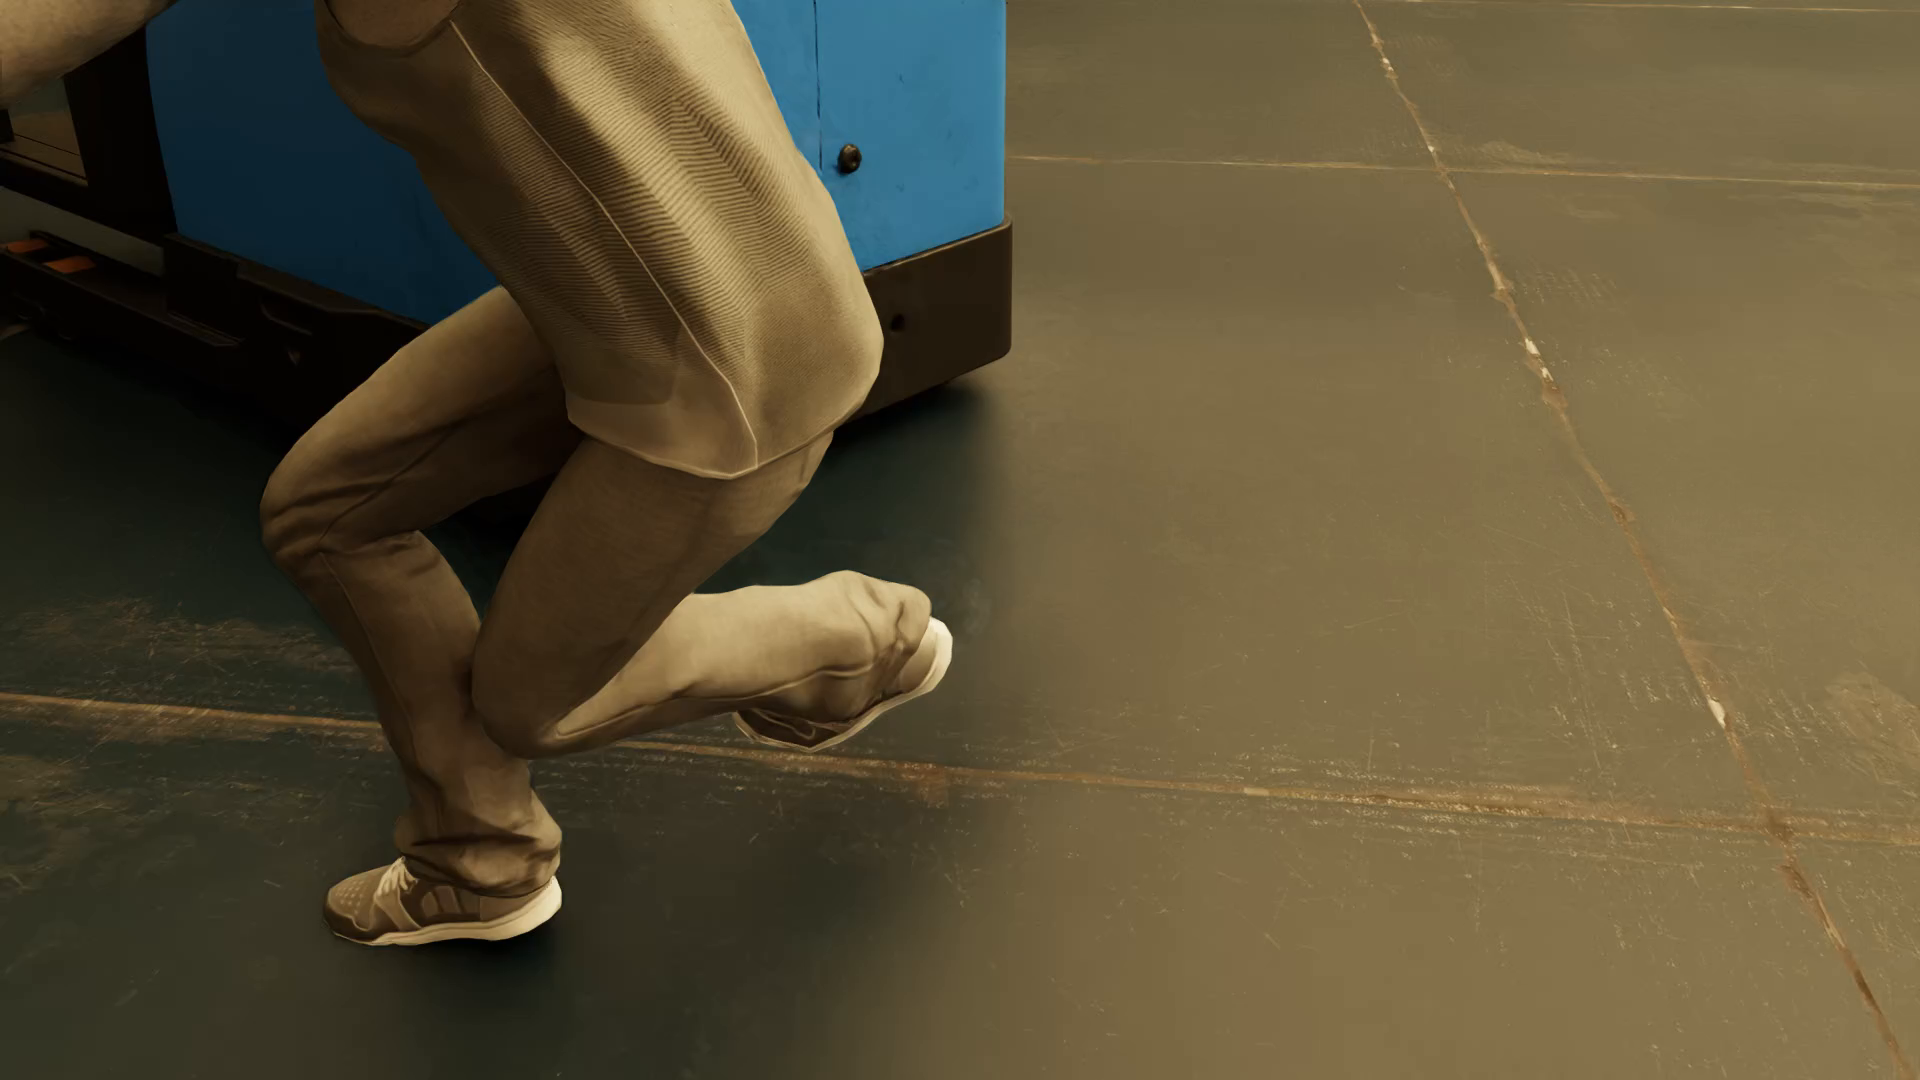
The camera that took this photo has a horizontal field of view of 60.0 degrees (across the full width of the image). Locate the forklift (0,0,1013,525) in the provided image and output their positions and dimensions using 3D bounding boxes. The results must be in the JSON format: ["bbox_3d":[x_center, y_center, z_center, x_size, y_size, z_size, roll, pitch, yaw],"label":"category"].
[{"bbox_3d":[-1.359,-1.863,2.952,3.031,2.935,1.130,21,33,35],"label":"forklift"}]

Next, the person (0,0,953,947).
[{"bbox_3d":[-0.508,-0.243,1.509,1.021,1.357,0.701,-3,27,-6],"label":"person"}]
